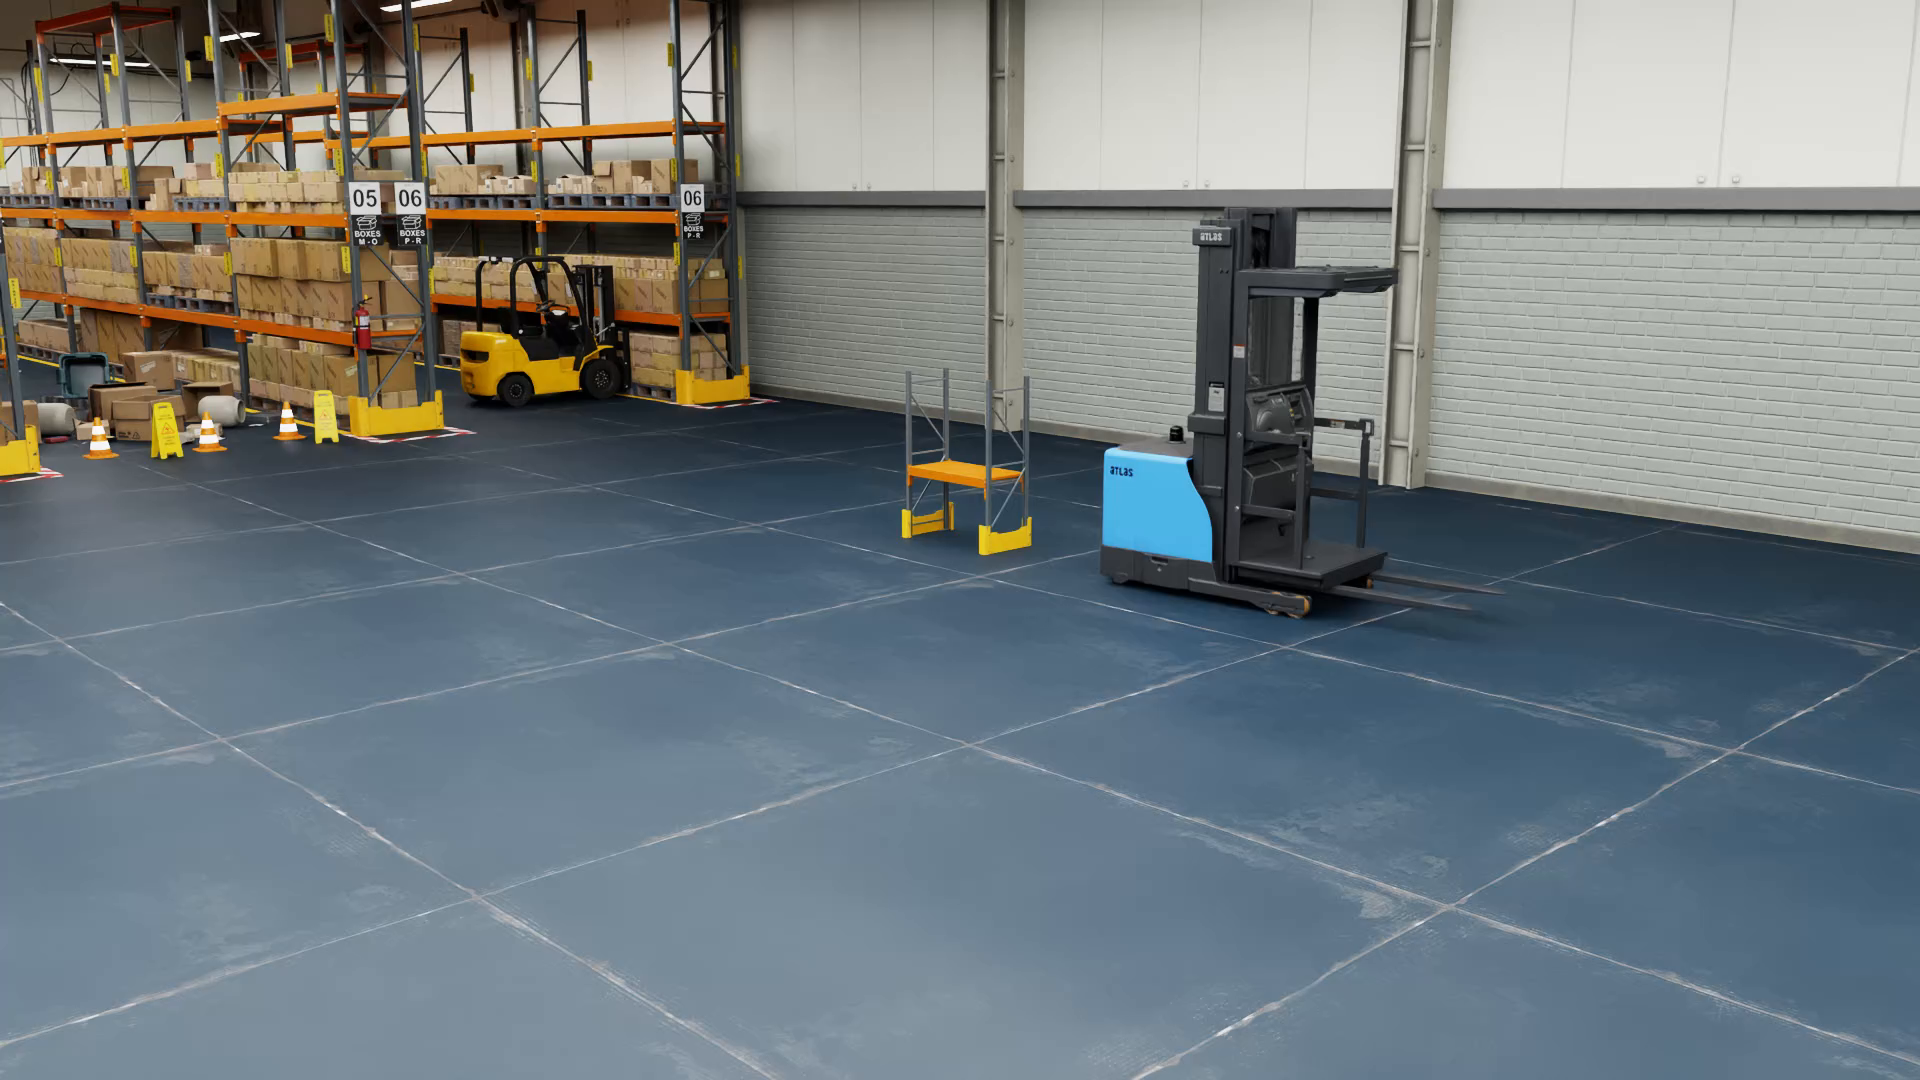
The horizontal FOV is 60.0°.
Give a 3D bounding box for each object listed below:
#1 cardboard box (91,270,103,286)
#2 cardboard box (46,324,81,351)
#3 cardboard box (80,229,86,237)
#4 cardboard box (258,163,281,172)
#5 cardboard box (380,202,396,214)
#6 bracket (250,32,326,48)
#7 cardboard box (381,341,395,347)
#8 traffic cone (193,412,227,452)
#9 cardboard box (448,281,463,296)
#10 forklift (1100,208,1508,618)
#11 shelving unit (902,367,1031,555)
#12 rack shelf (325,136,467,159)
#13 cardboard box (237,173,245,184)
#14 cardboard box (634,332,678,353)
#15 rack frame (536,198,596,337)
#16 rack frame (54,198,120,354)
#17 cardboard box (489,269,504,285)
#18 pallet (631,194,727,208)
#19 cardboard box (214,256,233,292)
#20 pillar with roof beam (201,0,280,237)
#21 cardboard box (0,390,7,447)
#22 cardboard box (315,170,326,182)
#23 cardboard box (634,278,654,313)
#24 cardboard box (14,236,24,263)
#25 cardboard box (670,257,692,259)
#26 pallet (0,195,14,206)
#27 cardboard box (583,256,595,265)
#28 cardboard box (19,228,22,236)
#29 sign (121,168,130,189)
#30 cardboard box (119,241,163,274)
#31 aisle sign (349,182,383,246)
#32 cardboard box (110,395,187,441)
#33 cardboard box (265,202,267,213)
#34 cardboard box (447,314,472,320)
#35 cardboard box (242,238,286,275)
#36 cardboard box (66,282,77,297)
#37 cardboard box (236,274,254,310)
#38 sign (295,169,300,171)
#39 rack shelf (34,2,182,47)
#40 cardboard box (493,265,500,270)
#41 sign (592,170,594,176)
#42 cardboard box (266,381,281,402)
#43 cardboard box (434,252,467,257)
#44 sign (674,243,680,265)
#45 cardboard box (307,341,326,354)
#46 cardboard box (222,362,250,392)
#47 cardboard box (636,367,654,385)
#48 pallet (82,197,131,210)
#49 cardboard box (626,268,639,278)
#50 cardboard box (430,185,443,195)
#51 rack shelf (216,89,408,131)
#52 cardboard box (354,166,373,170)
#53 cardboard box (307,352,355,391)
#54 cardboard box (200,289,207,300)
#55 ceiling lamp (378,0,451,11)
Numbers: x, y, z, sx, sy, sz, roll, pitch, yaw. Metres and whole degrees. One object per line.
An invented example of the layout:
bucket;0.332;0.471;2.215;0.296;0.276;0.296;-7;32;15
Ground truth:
cardboard box;-14.455;-4.483;28.370;0.500;0.250;0.500;11;16;43
cardboard box;-16.590;-3.826;31.358;0.875;0.438;0.875;11;16;43
cardboard box;-15.834;-5.612;30.384;0.380;0.149;0.250;-11;16;-42
cardboard box;-10.556;-5.529;24.975;0.500;0.250;0.500;-11;16;-44
cardboard box;-7.323;-4.327;21.667;0.380;0.149;0.250;-11;16;-42
bracket;-14.179;-10.646;35.364;0.076;0.066;4.783;-11;16;-43
cardboard box;-10.787;-3.984;31.967;0.500;0.500;0.500;11;16;43
traffic cone;-9.126;-1.323;20.187;0.336;0.463;0.334;-11;16;-43
cardboard box;-8.792;-4.500;29.693;0.500;0.250;0.500;-11;16;-44
forklift;2.572;-0.983;12.417;3.031;2.935;1.130;10;15;39
shelving unit;0.053;-0.723;14.706;0.587;1.500;1.083;-11;16;-43
rack shelf;-10.647;-7.429;31.442;1.077;0.370;4.000;-11;16;-43
cardboard box;-9.909;-5.082;23.358;0.380;0.149;0.250;-10;15;-41
cardboard box;-4.641;-3.025;25.457;0.500;0.250;0.500;-11;16;-42
rack frame;-6.503;-4.163;27.684;1.000;3.000;0.127;-11;16;-43
rack frame;-15.615;-4.638;29.991;1.000;3.000;0.127;-11;16;-43
cardboard box;-7.737;-4.520;28.549;0.500;0.250;0.500;-10;16;-41
pallet;-4.210;-5.112;25.075;1.003;0.211;1.213;-11;16;-43
cardboard box;-10.576;-3.906;24.413;0.500;0.500;0.500;-11;16;-44
pillar with roof beam;-19.114;-8.772;35.187;9.100;9.000;0.548;-11;16;-43
cardboard box;-11.355;-1.437;18.678;0.875;0.875;0.875;-11;16;-42
cardboard box;-8.115;-4.709;21.549;0.380;0.149;0.250;-11;16;-43
cardboard box;-4.622;-3.740;25.385;0.500;0.500;0.500;-10;15;-41
cardboard box;-17.529;-5.502;31.460;0.500;0.500;0.500;-11;16;-43
cardboard box;-4.327;-4.288;25.698;0.380;0.149;0.250;-11;16;-42
pallet;-17.858;-6.541;32.012;1.003;0.211;1.213;-11;16;-43
cardboard box;-5.767;-4.440;26.435;0.380;0.149;0.250;-11;16;-43
cardboard box;-17.447;-5.797;31.280;0.380;0.149;0.250;-11;16;-42
sign;-13.260;-5.739;26.425;0.100;0.325;0.005;-11;16;-43
cardboard box;-13.399;-4.632;27.236;0.500;0.500;0.500;11;16;44
aisle sign;-7.495;-4.111;20.988;0.394;0.787;0.004;-11;16;-43
cardboard box;-10.372;-1.568;21.274;0.637;0.503;0.797;1;12;6
cardboard box;-9.341;-4.588;22.935;0.250;0.149;0.380;11;16;43
cardboard box;-9.400;-4.165;31.242;0.380;0.149;0.250;-10;15;-40
cardboard box;-9.607;-3.983;23.348;0.700;0.500;0.500;-11;16;-42
cardboard box;-15.502;-4.464;29.516;0.500;0.250;0.500;11;16;44
cardboard box;-9.988;-3.562;23.783;0.500;0.500;0.500;-11;16;-43
sign;-9.704;-5.270;24.341;0.100;0.325;0.005;-11;16;-43
rack shelf;-14.234;-8.560;27.706;1.077;0.370;4.000;-11;16;-43
cardboard box;-7.804;-4.731;28.585;0.380;0.149;0.250;-11;16;-42
sign;-6.103;-6.002;27.697;0.100;0.325;0.005;-11;16;-43
cardboard box;-9.502;-2.130;23.588;0.500;0.250;0.500;-10;15;-39
cardboard box;-9.508;-5.098;30.935;0.500;0.500;0.500;-10;15;-40
sign;-4.143;-4.189;24.352;0.100;0.325;0.005;-11;16;-43
cardboard box;-8.544;-2.593;22.370;0.380;0.149;0.250;-11;16;-42
cardboard box;-10.455;-2.466;24.916;0.950;0.372;0.625;-11;16;-42
cardboard box;-4.630;-2.537;25.563;0.500;0.250;0.500;-11;16;-43
pallet;-14.110;-5.680;28.084;1.003;0.211;1.213;-10;15;-40
cardboard box;-4.897;-4.107;25.557;0.250;0.149;0.380;11;16;43
cardboard box;-9.244;-6.263;29.733;0.380;0.166;0.250;-11;16;-43
rack shelf;-8.710;-5.763;22.375;1.077;0.370;4.000;-11;16;-43
cardboard box;-11.767;-7.245;32.779;0.396;0.266;0.258;-11;16;-43
cardboard box;-8.433;-2.269;22.408;0.500;0.500;0.500;-10;15;-40
cardboard box;-11.198;-3.700;25.020;0.380;0.149;0.250;-11;16;-42
ceiling lamp;-7.997;-9.634;24.905;0.800;3.185;2.000;-11;16;-43
